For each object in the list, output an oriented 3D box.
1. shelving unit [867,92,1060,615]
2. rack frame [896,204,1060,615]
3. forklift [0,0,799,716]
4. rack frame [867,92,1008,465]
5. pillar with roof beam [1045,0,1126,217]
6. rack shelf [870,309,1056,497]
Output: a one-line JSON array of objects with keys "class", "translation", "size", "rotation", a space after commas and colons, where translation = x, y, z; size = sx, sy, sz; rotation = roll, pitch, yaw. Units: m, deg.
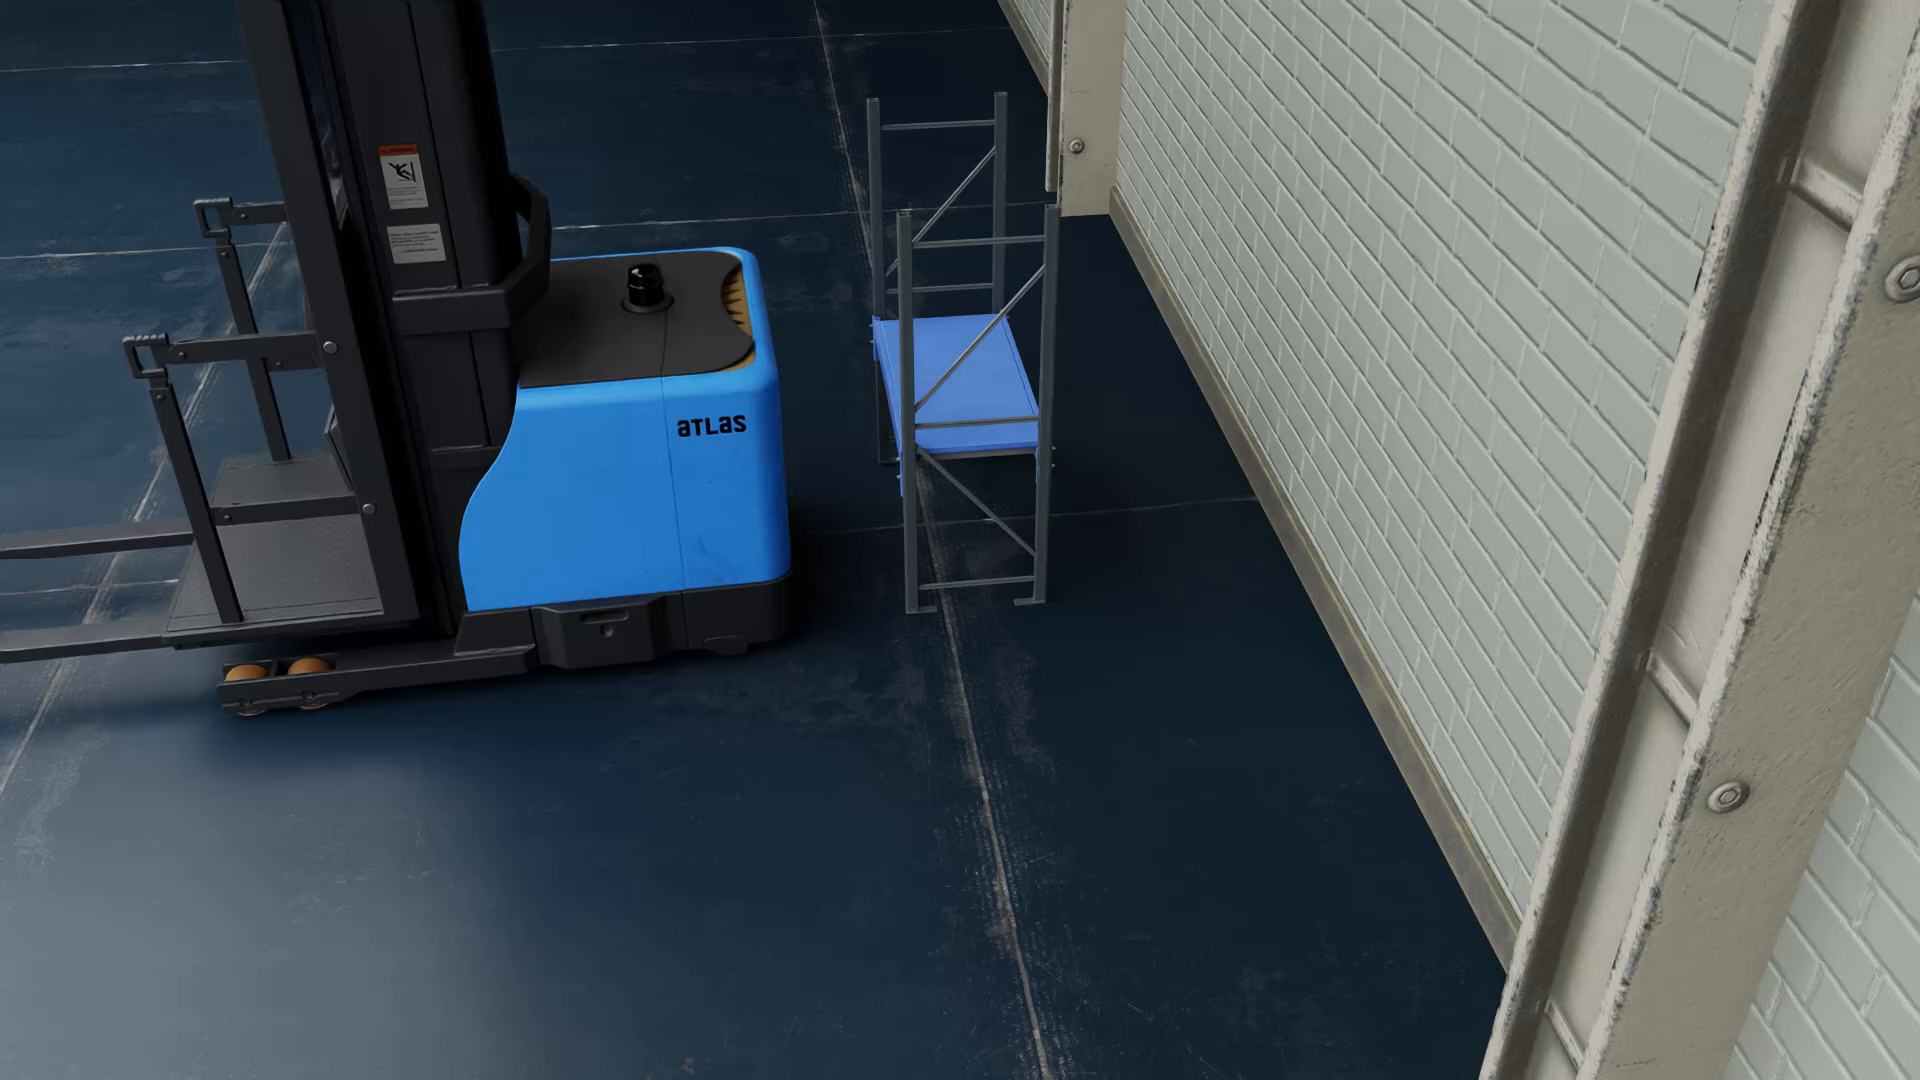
[{"class": "shelving unit", "translation": [-0.011, -0.667, 5.897], "size": [0.538, 1.500, 1.048], "rotation": [-4, 35, -6]}, {"class": "rack frame", "translation": [0.057, -0.384, 5.481], "size": [0.500, 1.500, 0.032], "rotation": [-4, 35, -6]}, {"class": "forklift", "translation": [-2.118, -0.962, 5.059], "size": [3.031, 2.935, 1.130], "rotation": [-6, 35, -8]}, {"class": "rack frame", "translation": [-0.080, -0.951, 6.314], "size": [0.500, 1.500, 0.032], "rotation": [-4, 35, -6]}, {"class": "pillar with roof beam", "translation": [-3.622, -5.216, 5.913], "size": [9.100, 9.000, 0.400], "rotation": [-4, 35, -6]}, {"class": "rack shelf", "translation": [-0.011, -0.519, 5.999], "size": [0.538, 0.185, 1.000], "rotation": [-4, 35, -6]}]
